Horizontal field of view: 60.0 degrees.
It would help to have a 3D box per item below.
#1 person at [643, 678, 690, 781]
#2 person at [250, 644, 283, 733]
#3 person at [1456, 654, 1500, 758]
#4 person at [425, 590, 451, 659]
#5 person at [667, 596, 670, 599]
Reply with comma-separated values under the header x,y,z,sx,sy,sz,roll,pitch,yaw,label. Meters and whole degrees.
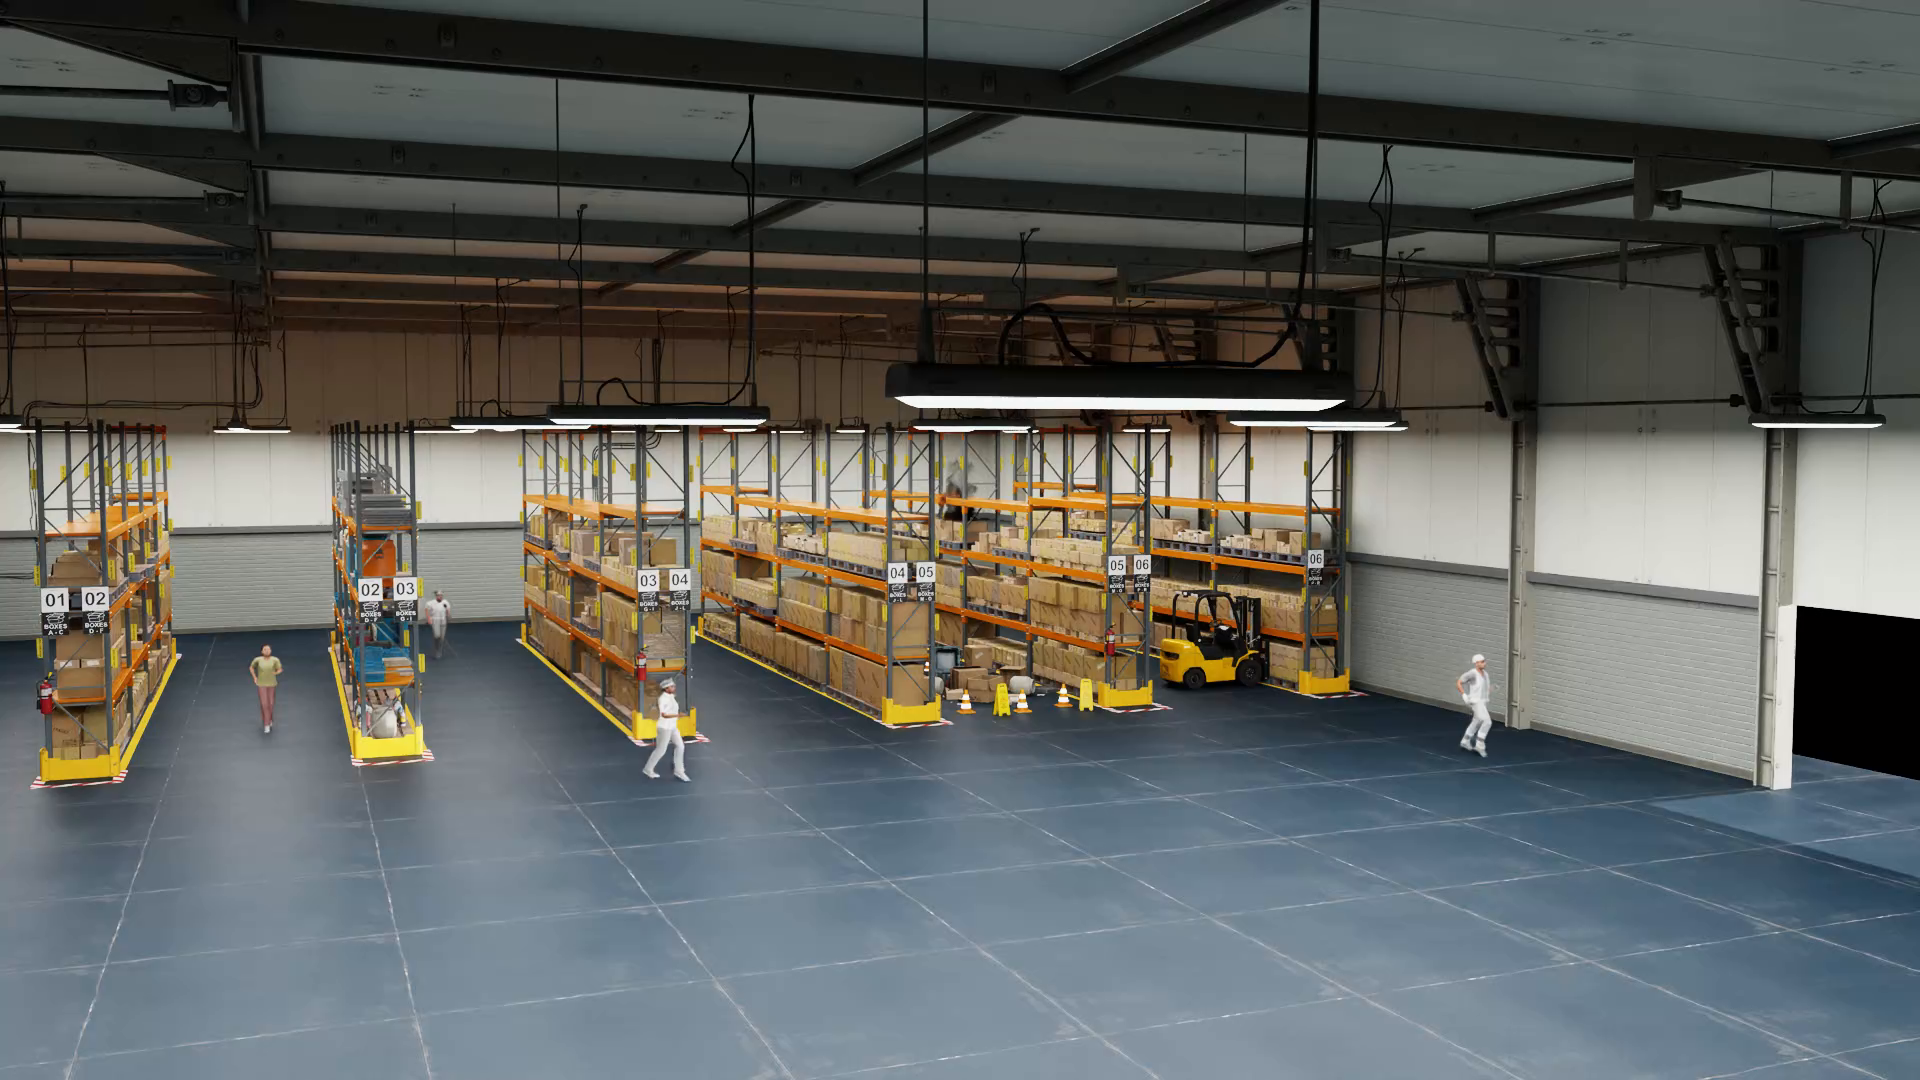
x,y,z,sx,sy,sz,roll,pitch,yaw,label
-4.882,3.152,27.566,0.788,1.753,0.570,1,4,10,person
-13.485,2.861,32.374,0.572,1.699,0.798,-2,4,-29,person
9.303,2.965,29.805,0.641,1.838,0.763,-3,5,-44,person
-13.462,2.181,43.001,0.582,1.827,0.885,-3,4,-37,person
-7.340,2.228,42.403,0.593,1.660,0.624,-2,4,-31,person
